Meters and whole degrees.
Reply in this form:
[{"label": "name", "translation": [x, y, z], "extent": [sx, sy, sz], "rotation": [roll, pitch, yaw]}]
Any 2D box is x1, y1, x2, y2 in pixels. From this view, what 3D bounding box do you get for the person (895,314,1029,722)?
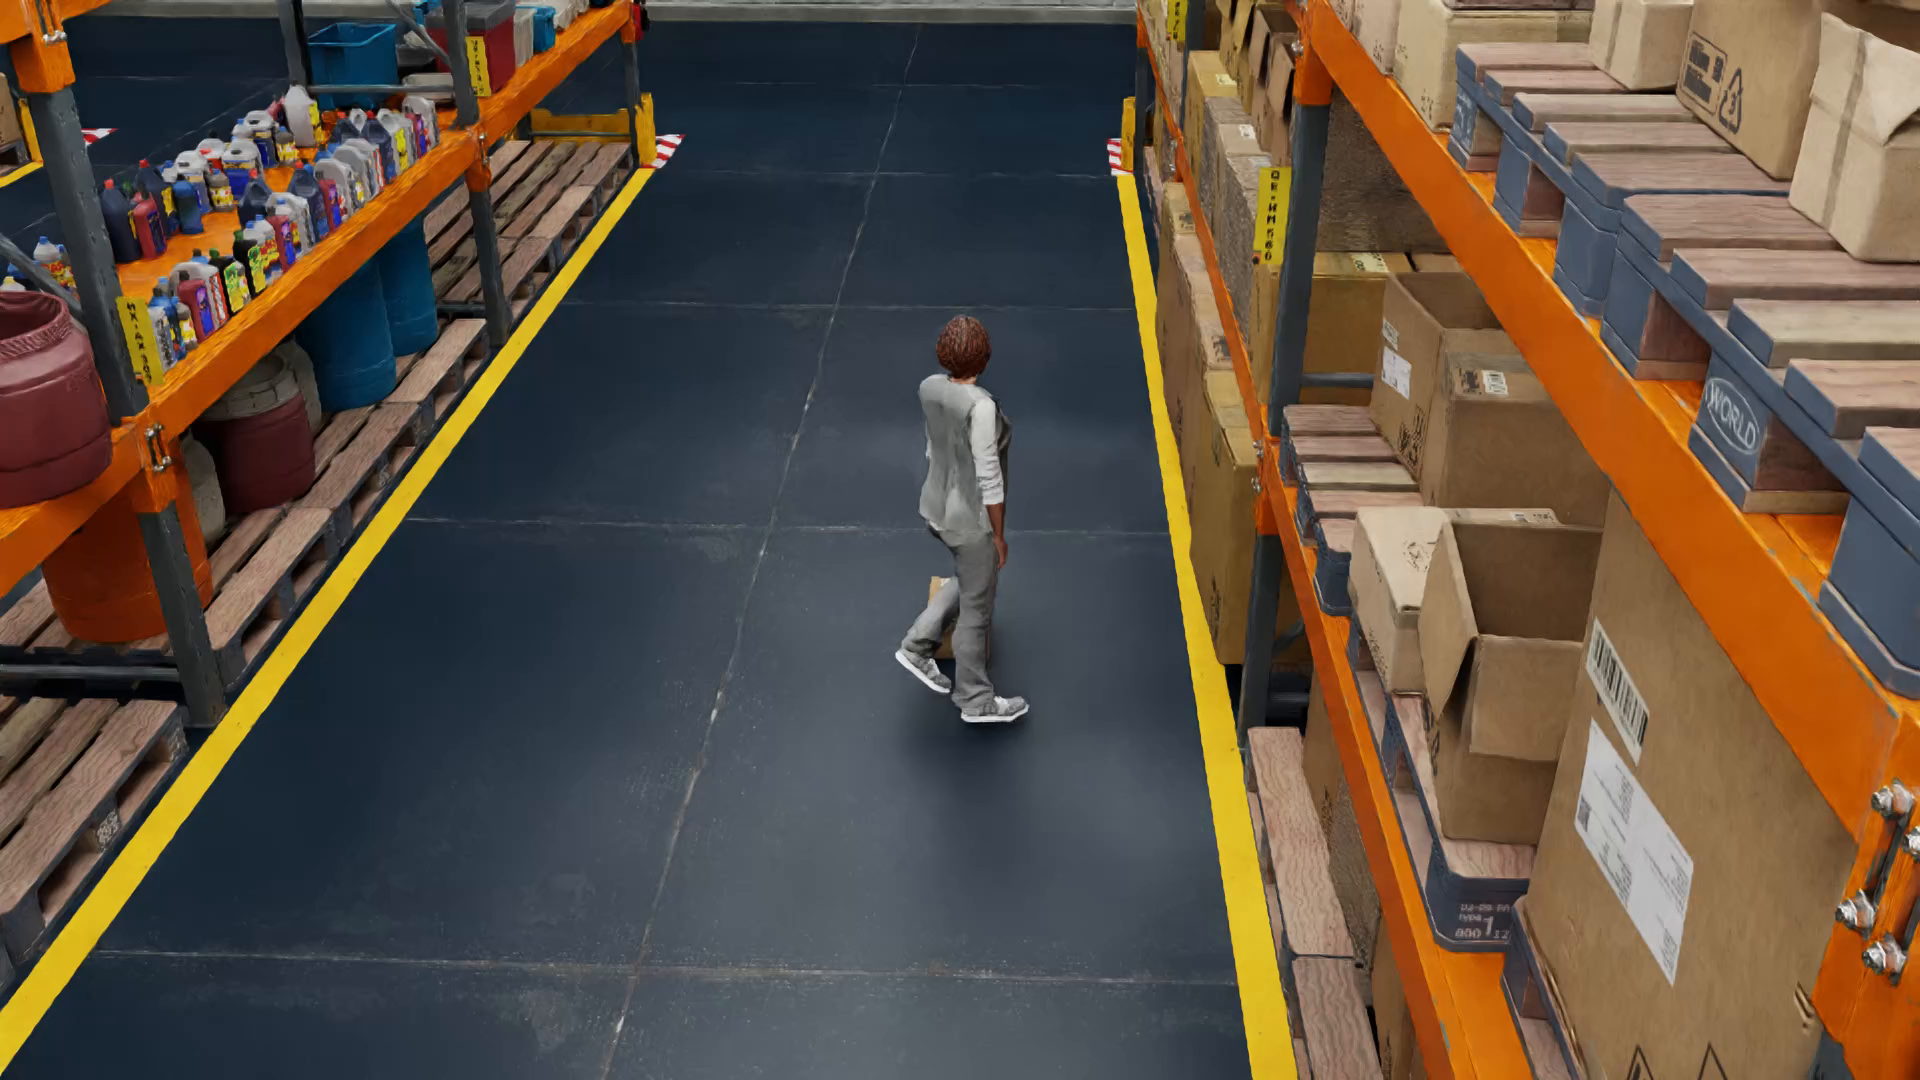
[{"label": "person", "translation": [-0.019, -0.057, 6.231], "extent": [0.454, 1.564, 0.510], "rotation": [-16, 32, -27]}]
